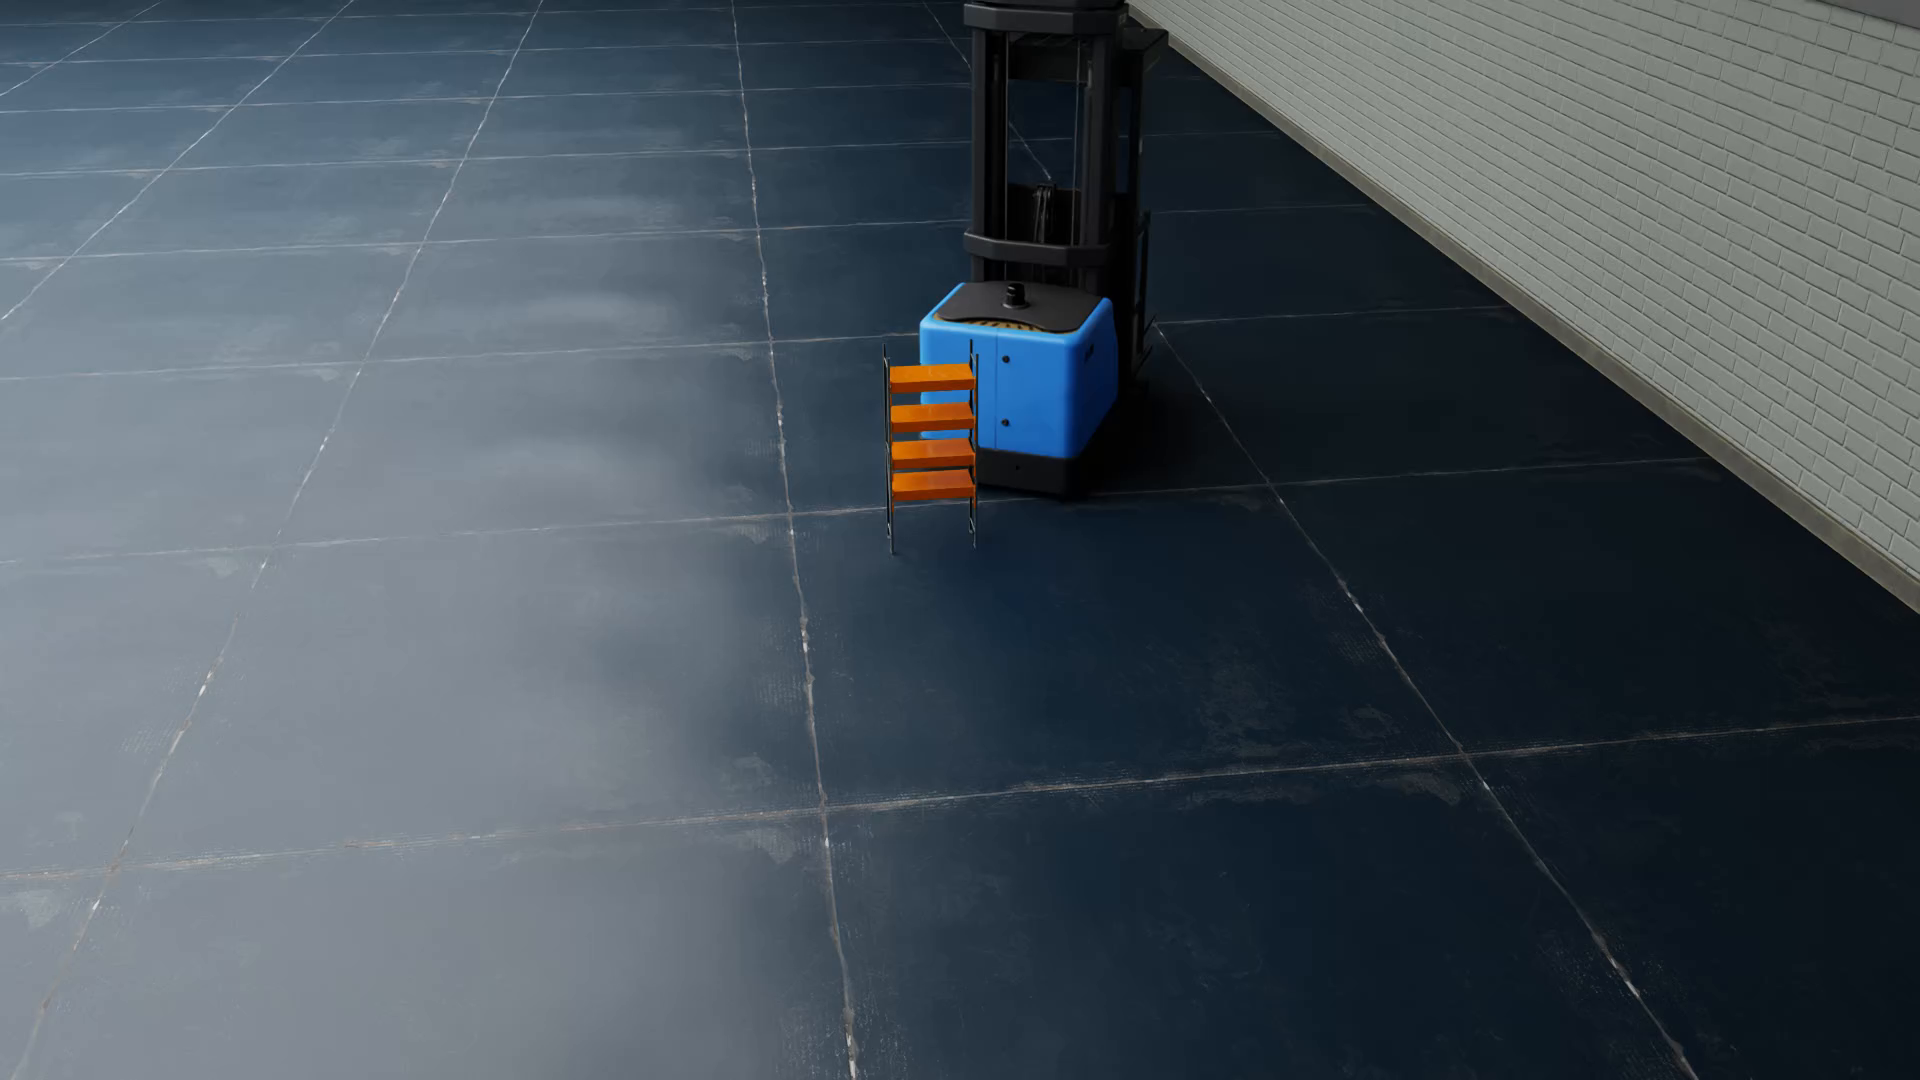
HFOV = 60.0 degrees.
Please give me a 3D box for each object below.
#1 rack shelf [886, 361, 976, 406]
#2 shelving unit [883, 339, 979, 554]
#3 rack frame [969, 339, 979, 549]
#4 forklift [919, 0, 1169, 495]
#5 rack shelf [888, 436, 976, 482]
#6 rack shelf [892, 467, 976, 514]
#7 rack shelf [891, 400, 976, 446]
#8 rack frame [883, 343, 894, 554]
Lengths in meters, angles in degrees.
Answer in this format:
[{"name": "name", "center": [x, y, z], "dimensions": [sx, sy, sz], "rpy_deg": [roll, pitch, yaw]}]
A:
[{"name": "rack shelf", "center": [-0.164, -0.873, 9.276], "dimensions": [0.480, 0.148, 0.258], "rpy_deg": [-4, 27, -7]}, {"name": "shelving unit", "center": [-0.164, -0.523, 9.456], "dimensions": [0.503, 1.200, 0.258], "rpy_deg": [-4, 27, -7]}, {"name": "rack frame", "center": [0.078, -0.539, 9.486], "dimensions": [0.015, 1.200, 0.240], "rpy_deg": [-4, 27, -7]}, {"name": "forklift", "center": [0.688, -2.233, 10.891], "dimensions": [1.130, 2.935, 3.031], "rpy_deg": [9, 28, 16]}, {"name": "rack shelf", "center": [-0.164, -0.463, 9.486], "dimensions": [0.480, 0.148, 0.258], "rpy_deg": [-4, 27, -7]}, {"name": "rack shelf", "center": [-0.164, -0.287, 9.577], "dimensions": [0.480, 0.148, 0.258], "rpy_deg": [-4, 27, -7]}, {"name": "rack shelf", "center": [-0.164, -0.662, 9.384], "dimensions": [0.480, 0.148, 0.258], "rpy_deg": [-4, 27, -7]}, {"name": "rack frame", "center": [-0.406, -0.508, 9.425], "dimensions": [0.015, 1.200, 0.240], "rpy_deg": [-4, 27, -7]}]
